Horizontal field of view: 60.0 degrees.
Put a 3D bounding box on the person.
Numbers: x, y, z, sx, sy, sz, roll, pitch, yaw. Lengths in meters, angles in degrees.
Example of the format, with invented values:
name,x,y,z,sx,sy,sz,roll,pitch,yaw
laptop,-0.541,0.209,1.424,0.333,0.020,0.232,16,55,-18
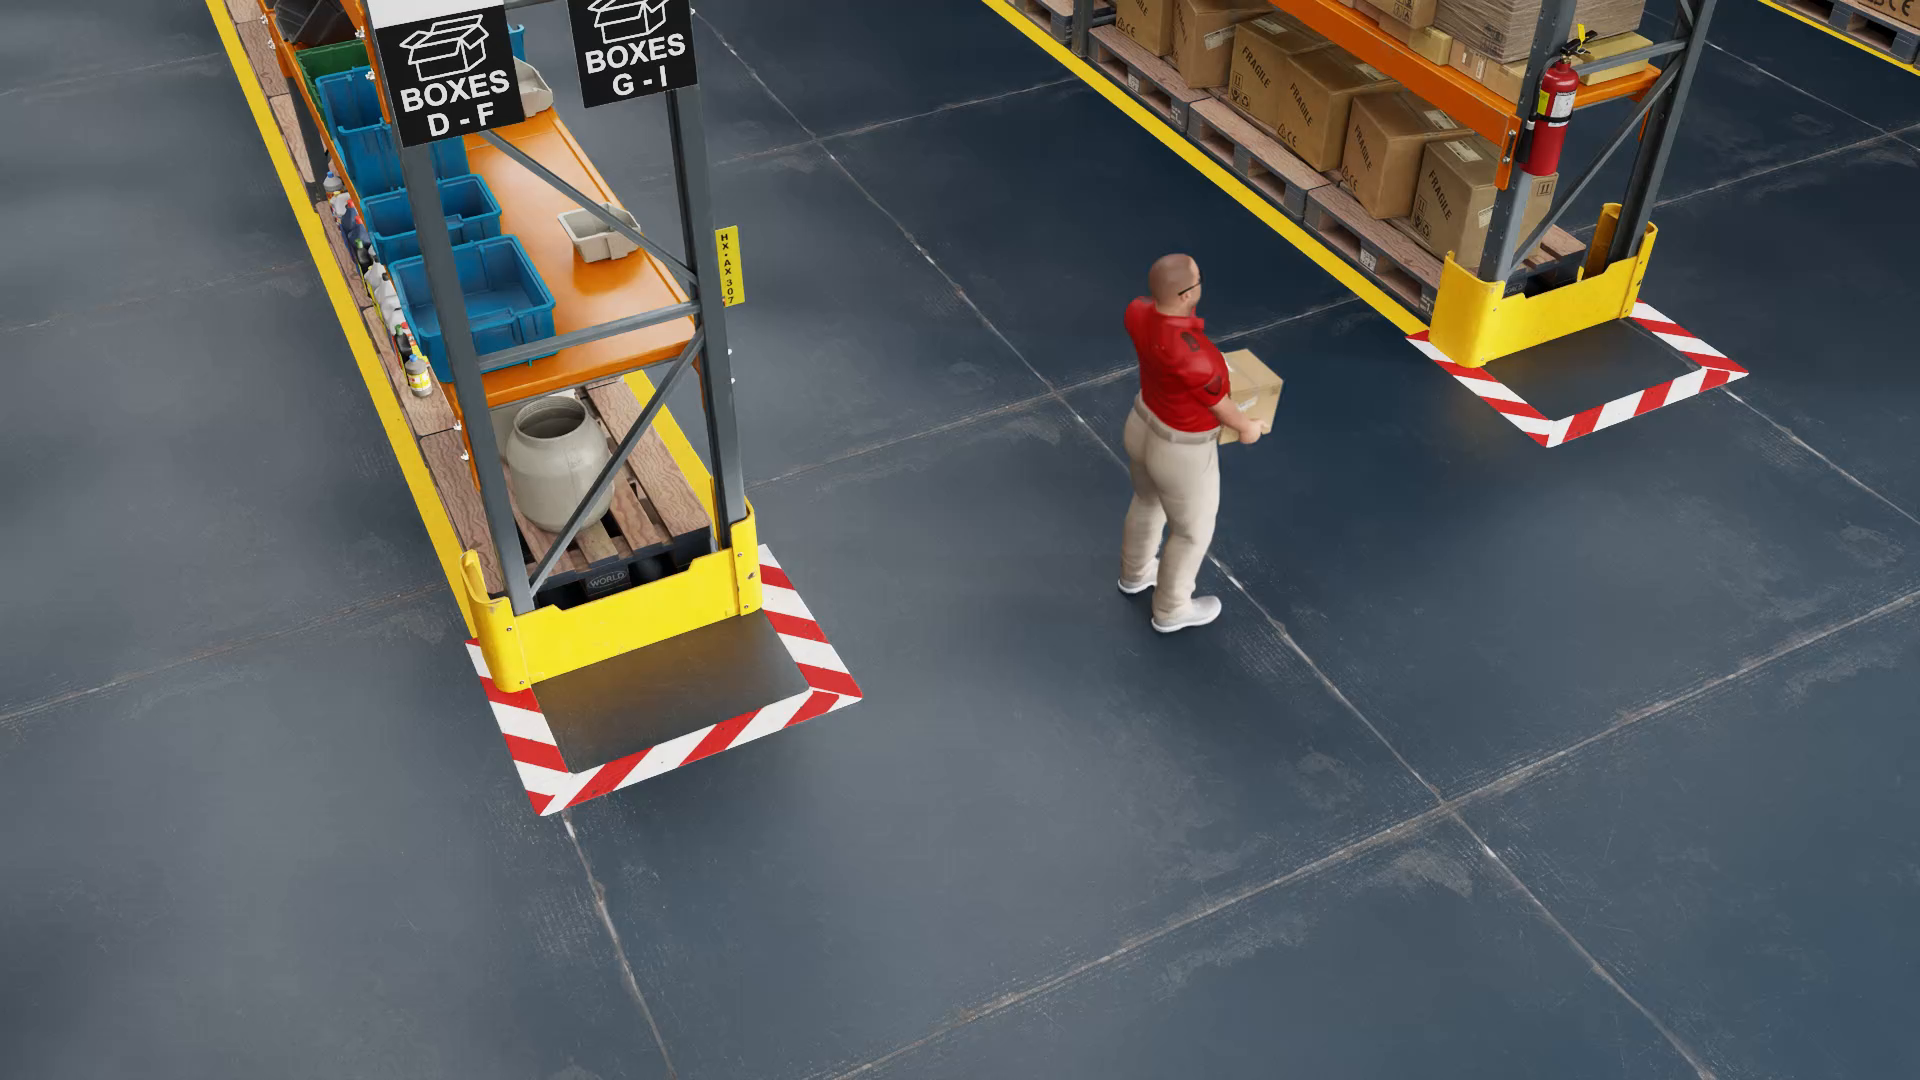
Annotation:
name,x,y,z,sx,sy,sz,roll,pitch,yaw
person,0.925,-0.421,6.659,0.529,1.720,0.499,-19,44,-20
